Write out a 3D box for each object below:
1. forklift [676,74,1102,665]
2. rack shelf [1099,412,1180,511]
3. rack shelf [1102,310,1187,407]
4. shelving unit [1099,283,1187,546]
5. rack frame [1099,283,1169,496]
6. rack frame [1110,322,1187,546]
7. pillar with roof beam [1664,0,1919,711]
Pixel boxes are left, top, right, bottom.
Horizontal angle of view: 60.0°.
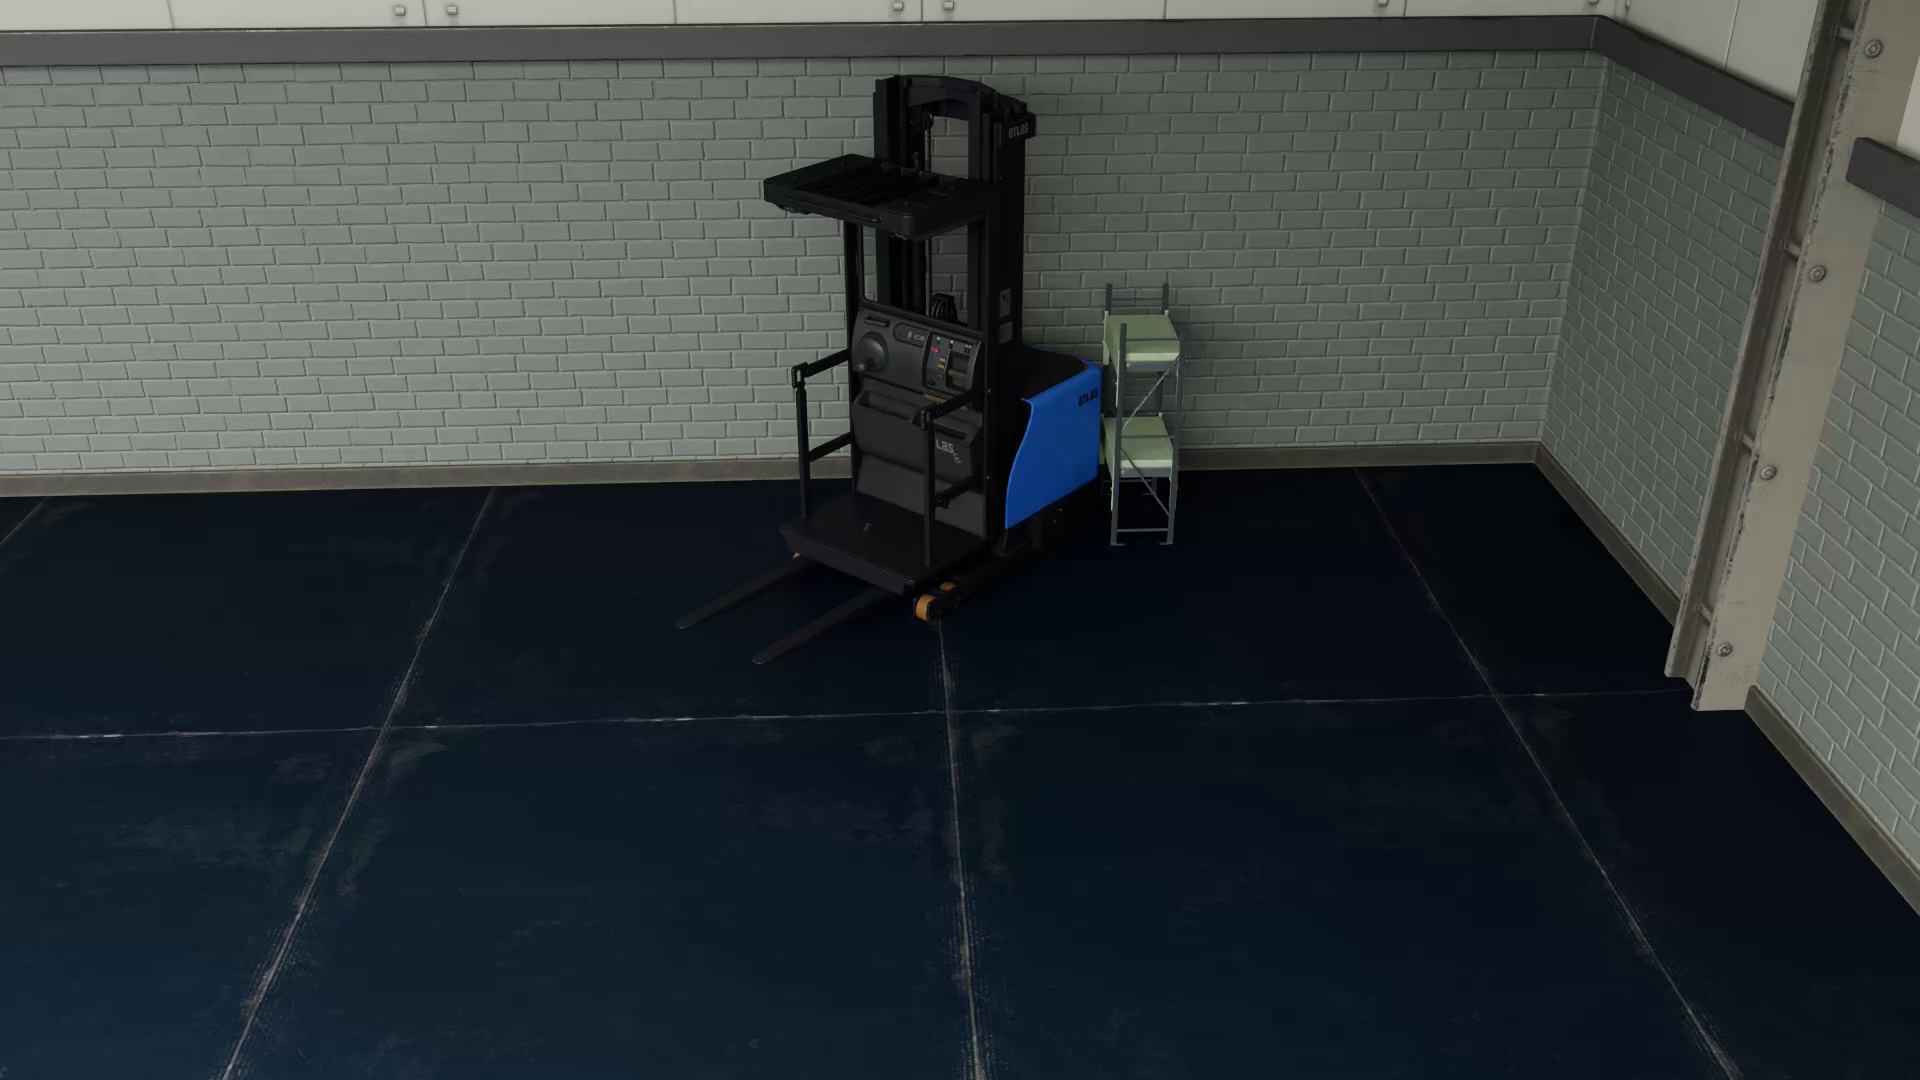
[{"bbox_3d":[-0.393,-1.074,9.639,1.130,2.935,3.031,20,34,34],"label":"forklift"},{"bbox_3d":[1.154,-0.518,10.826,0.431,0.370,0.720,-1,28,-2],"label":"rack shelf"},{"bbox_3d":[1.153,-1.153,10.494,0.431,0.370,0.720,-1,28,-2],"label":"rack shelf"},{"bbox_3d":[1.154,-0.807,10.675,0.431,1.500,0.755,-1,28,-2],"label":"shelving unit"},{"bbox_3d":[1.139,-0.976,10.999,0.400,1.500,0.023,-1,28,-2],"label":"rack frame"},{"bbox_3d":[1.168,-0.638,10.351,0.400,1.500,0.023,-1,28,-2],"label":"rack frame"},{"bbox_3d":[-0.188,-3.059,6.885,9.100,9.000,0.400,-1,28,-3],"label":"pillar with roof beam"}]
